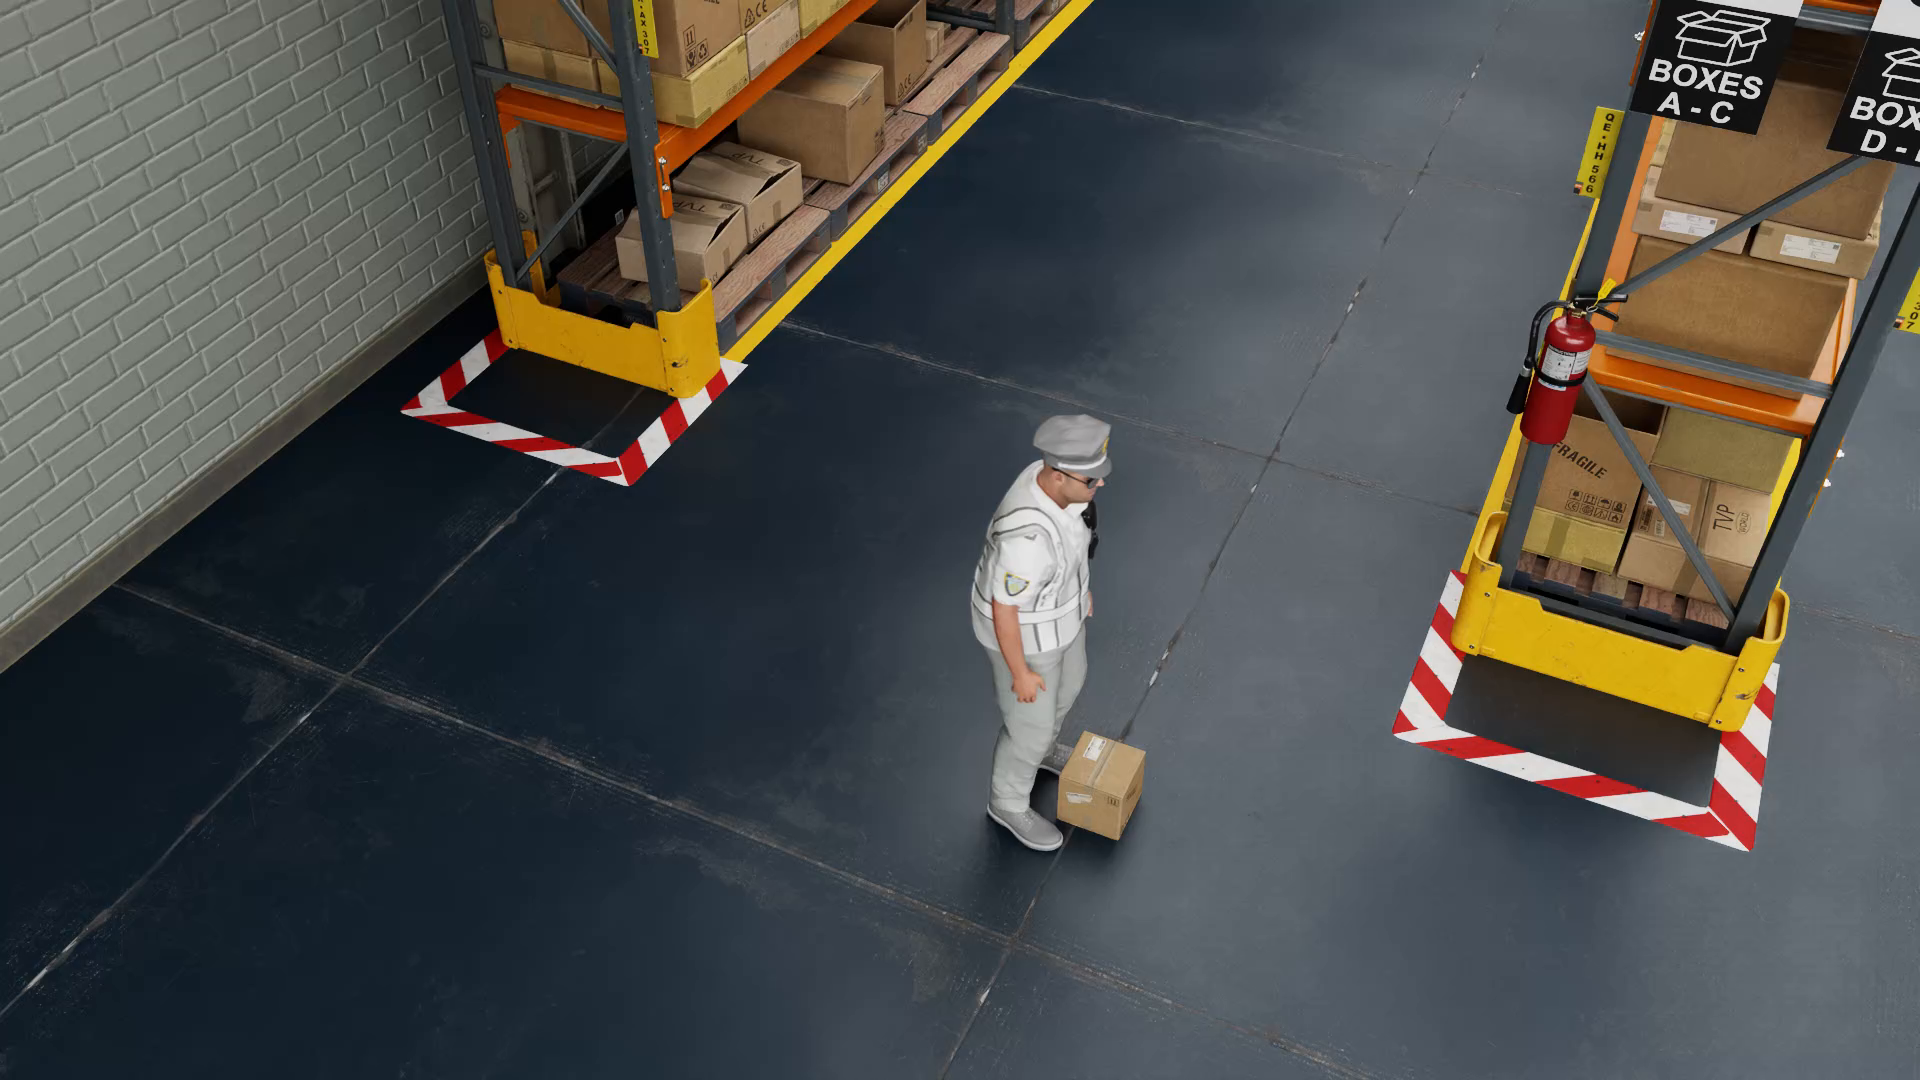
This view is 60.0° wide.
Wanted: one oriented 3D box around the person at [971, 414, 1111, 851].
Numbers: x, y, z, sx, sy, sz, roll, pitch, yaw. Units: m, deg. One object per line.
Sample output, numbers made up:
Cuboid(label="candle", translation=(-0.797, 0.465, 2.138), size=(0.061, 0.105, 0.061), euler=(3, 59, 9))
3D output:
Cuboid(label="person", translation=(0.278, 0.291, 5.827), size=(0.436, 1.748, 0.587), euler=(18, 45, 19))
